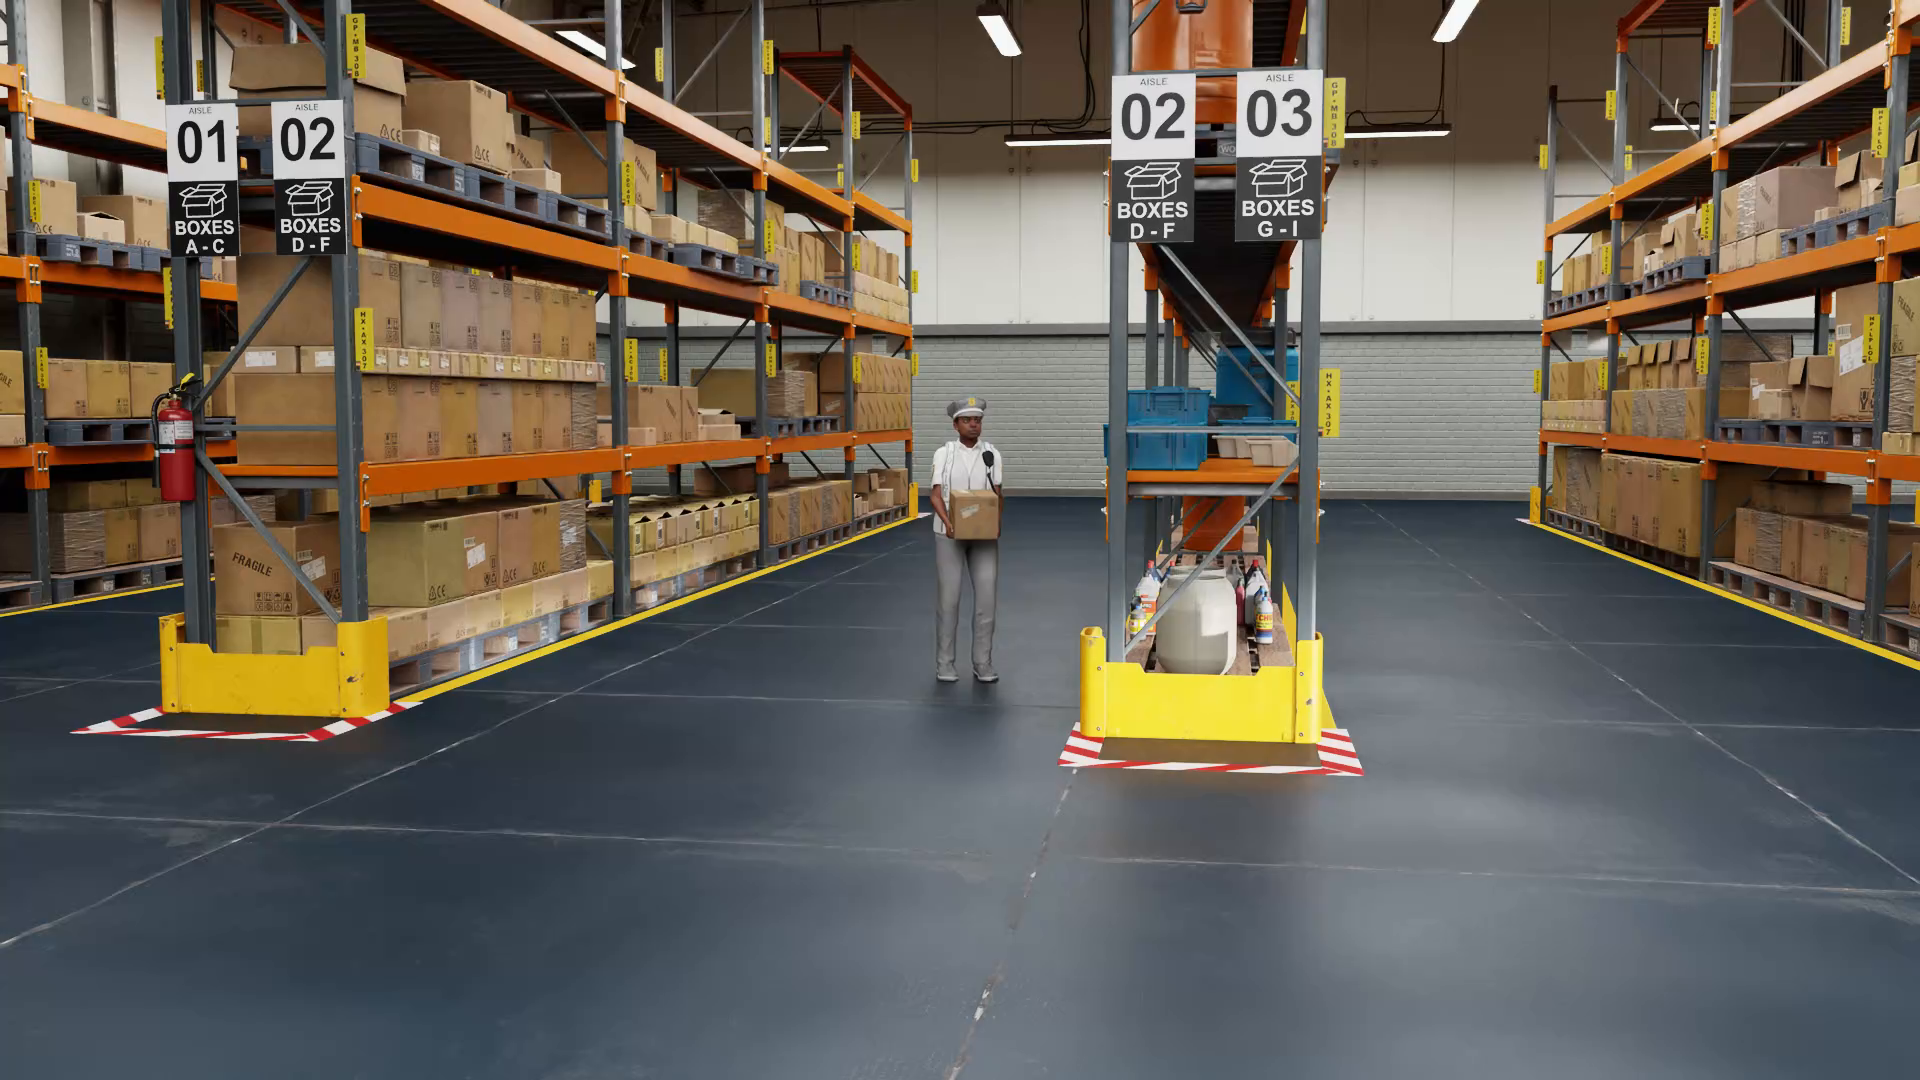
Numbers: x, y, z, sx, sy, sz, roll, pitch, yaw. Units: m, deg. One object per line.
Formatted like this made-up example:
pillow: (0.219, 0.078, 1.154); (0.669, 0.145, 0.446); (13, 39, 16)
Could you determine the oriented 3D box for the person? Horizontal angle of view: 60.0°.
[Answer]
person: (0.050, -0.011, 9.884); (0.451, 1.687, 0.537); (-1, 5, -9)
